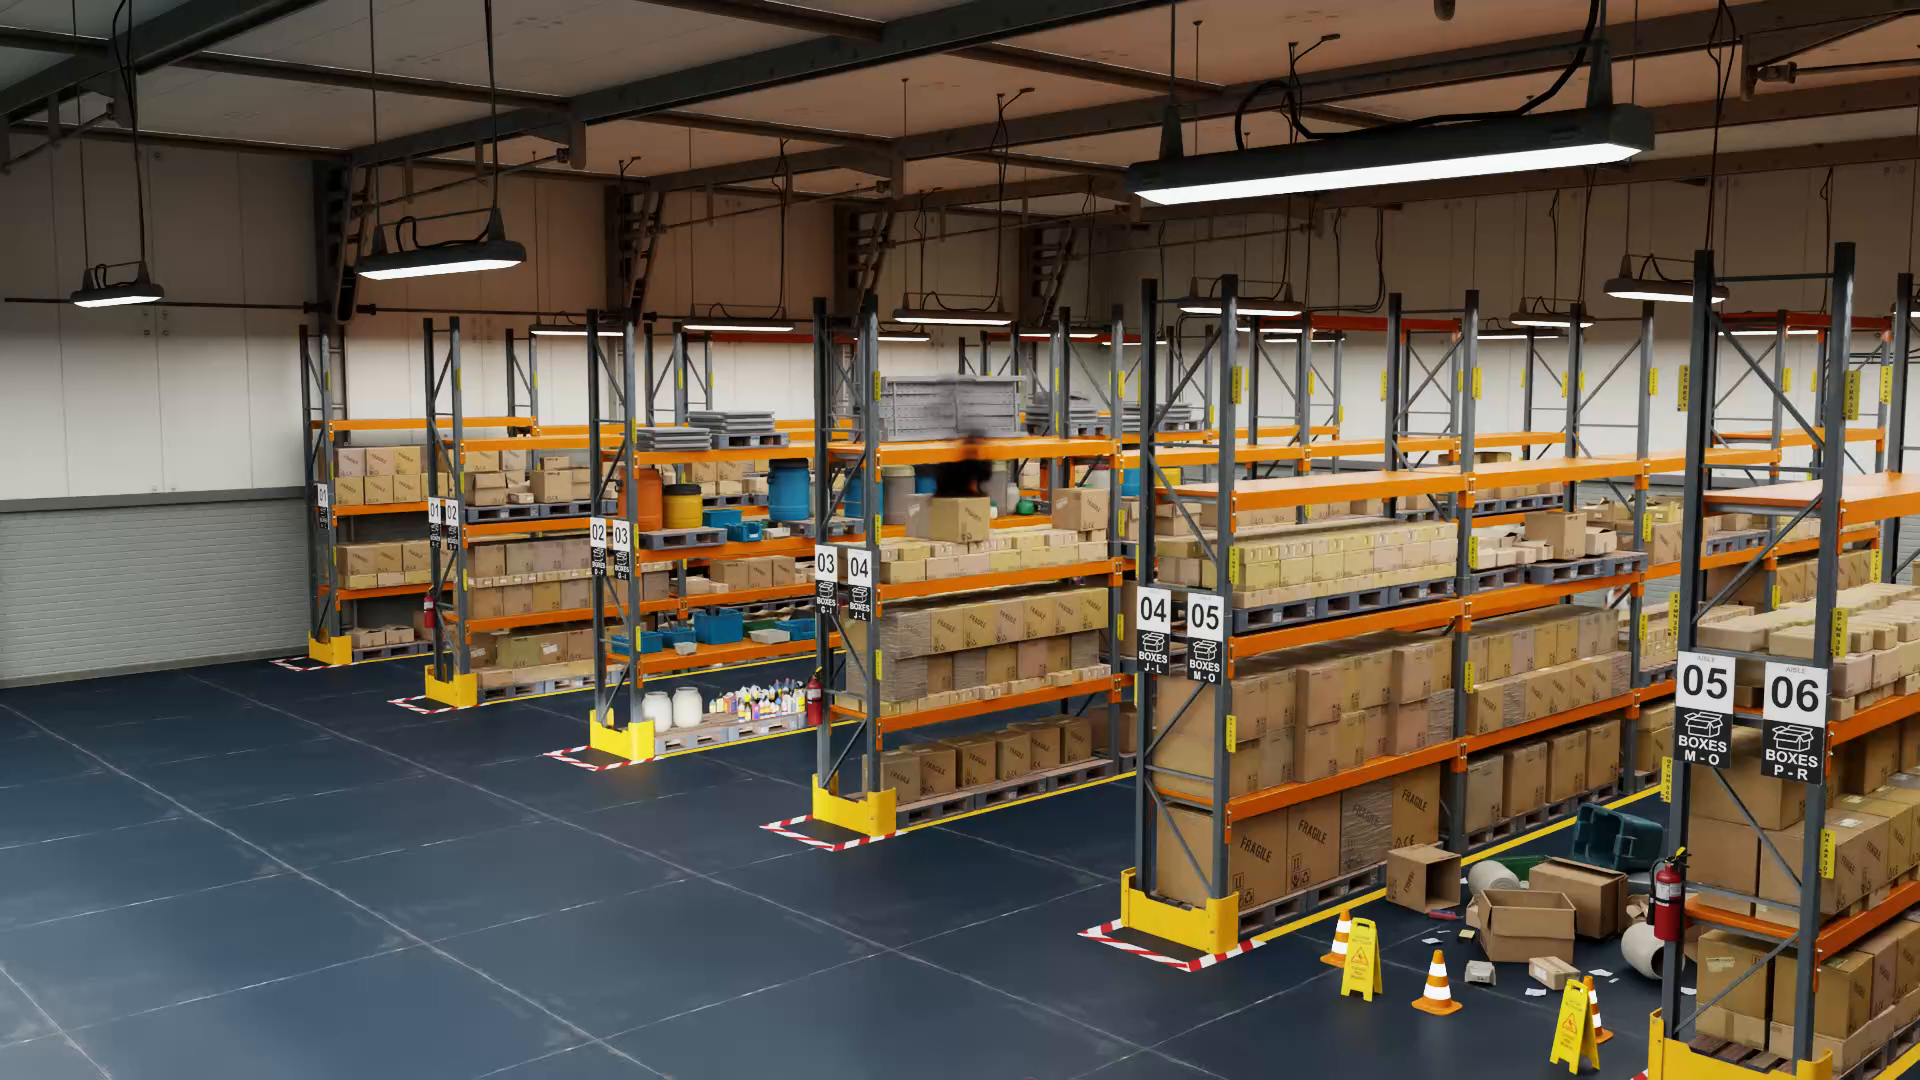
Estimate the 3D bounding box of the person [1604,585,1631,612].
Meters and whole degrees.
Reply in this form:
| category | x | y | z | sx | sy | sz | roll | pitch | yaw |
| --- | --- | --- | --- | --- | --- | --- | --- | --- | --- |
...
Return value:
| category | x | y | z | sx | sy | sz | roll | pitch | yaw |
| --- | --- | --- | --- | --- | --- | --- | --- | --- | --- |
| person | 11.063 | 1.462 | 27.925 | 0.652 | 1.770 | 0.983 | 5 | 8 | 40 |

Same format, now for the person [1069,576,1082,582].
| category | x | y | z | sx | sy | sz | roll | pitch | yaw |
| --- | --- | --- | --- | --- | --- | --- | --- | --- | --- |
| person | 2.329 | 1.024 | 32.768 | 0.579 | 1.692 | 0.851 | 4 | 7 | 34 |
